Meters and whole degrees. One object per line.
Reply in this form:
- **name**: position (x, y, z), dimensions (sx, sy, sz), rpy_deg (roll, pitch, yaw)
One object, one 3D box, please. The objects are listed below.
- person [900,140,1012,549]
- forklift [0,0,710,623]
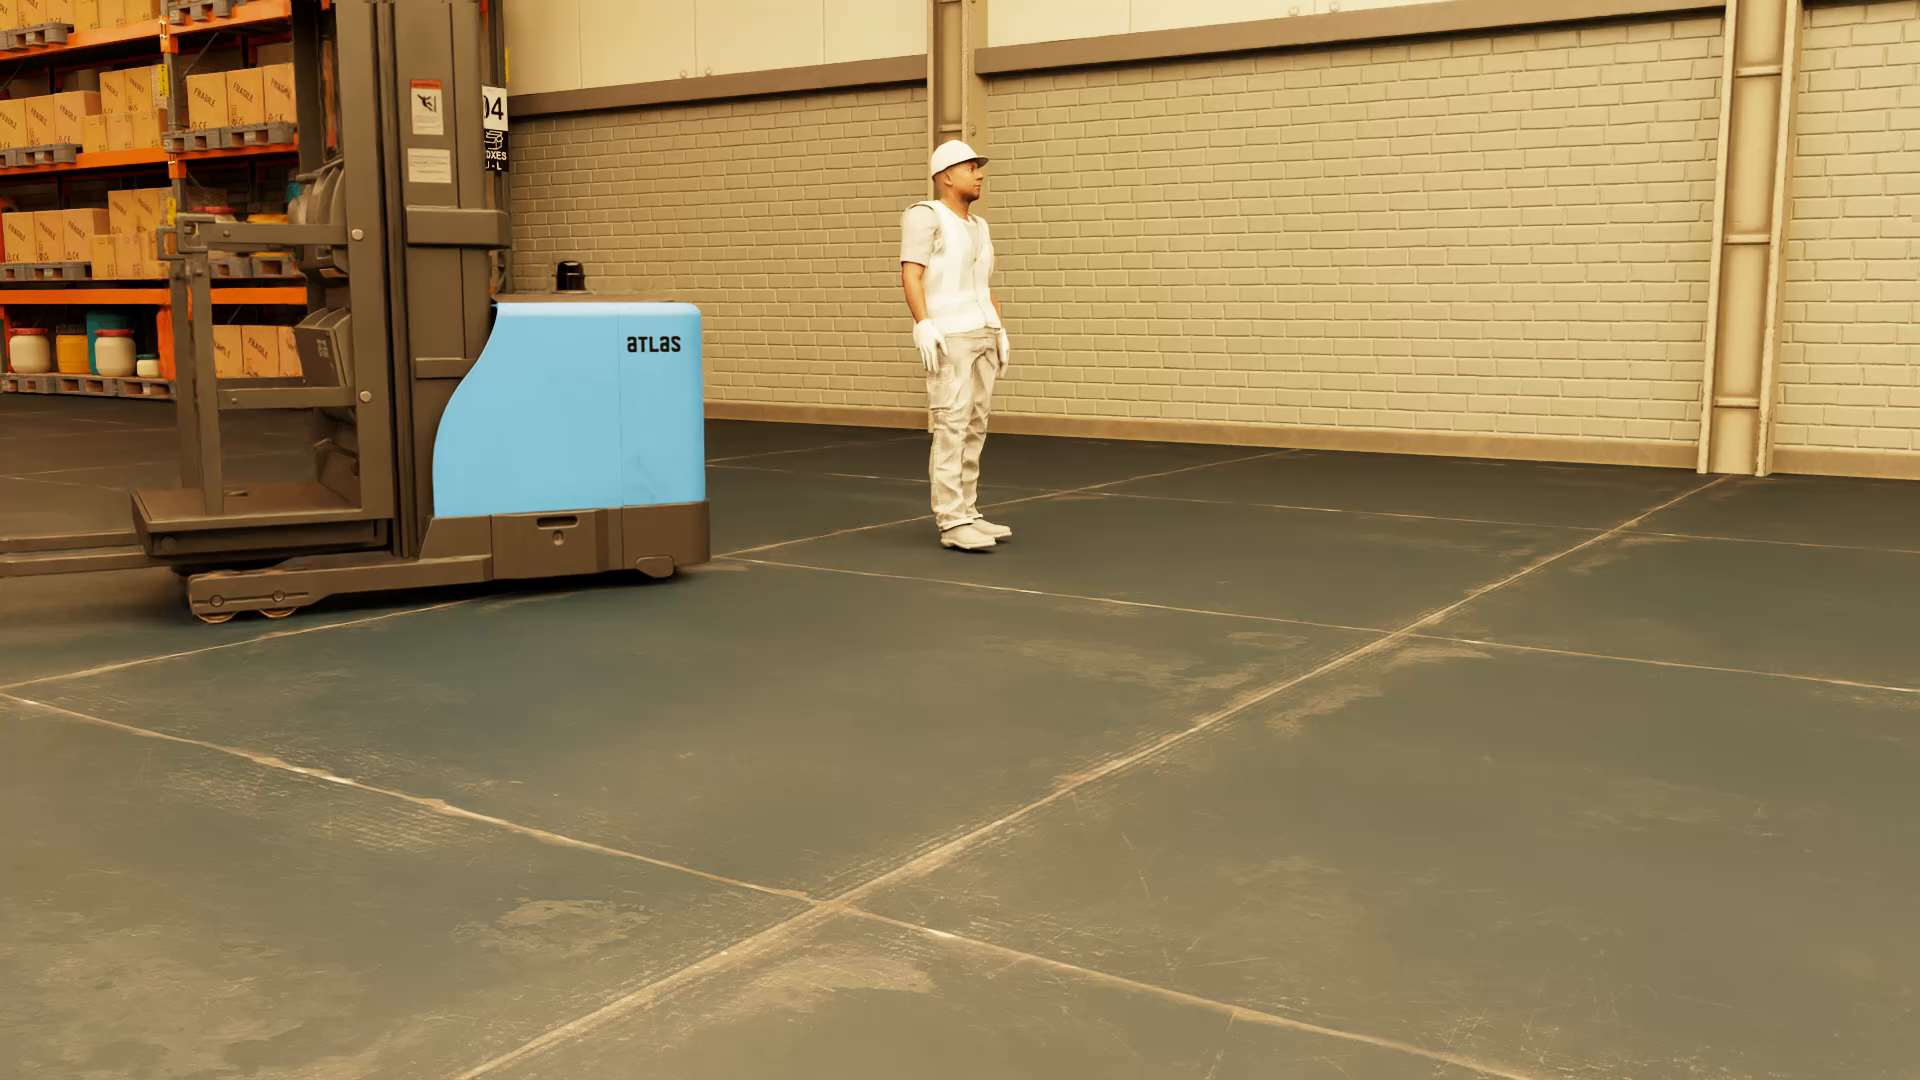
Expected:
- **person**: position (0.055, -0.883, 7.430), dimensions (0.575, 1.785, 0.657), rpy_deg (5, 10, 34)
- **forklift**: position (-2.521, -1.254, 6.013), dimensions (3.031, 2.935, 1.130), rpy_deg (-4, 9, -28)
